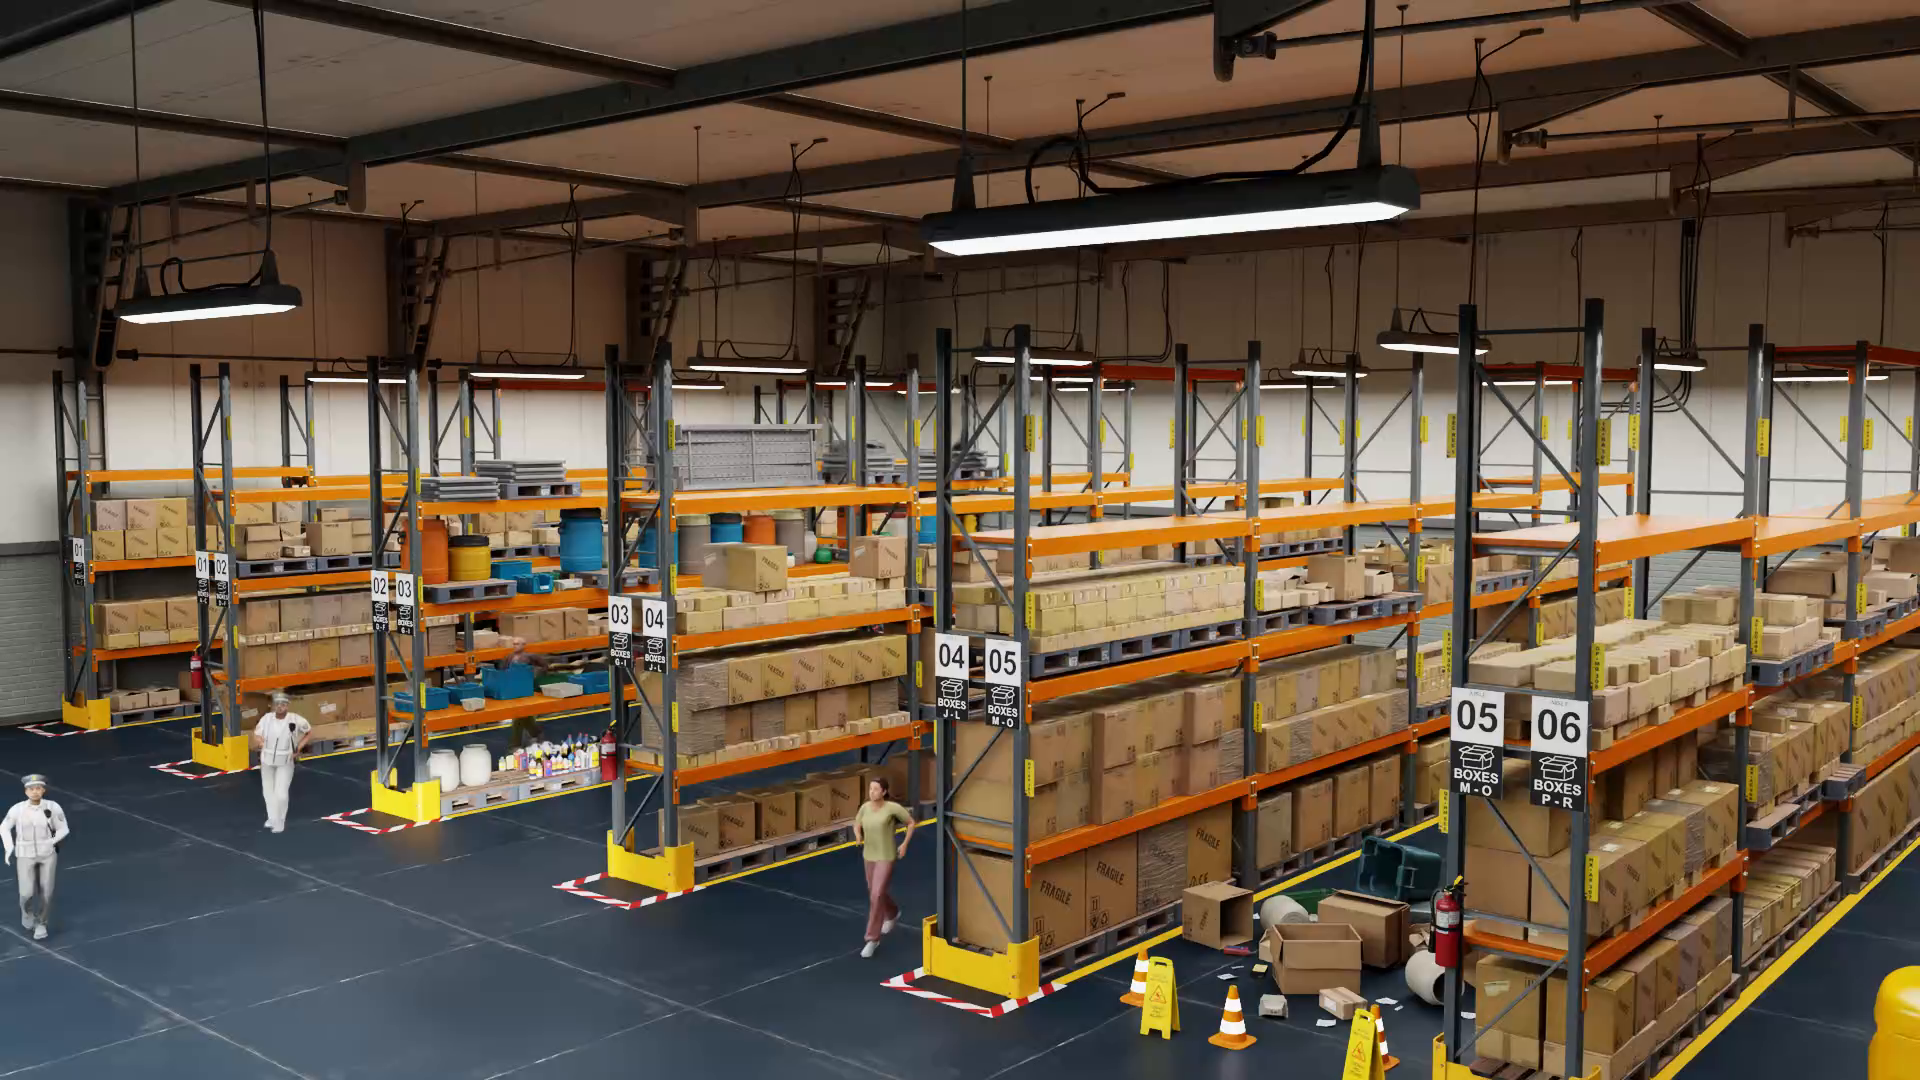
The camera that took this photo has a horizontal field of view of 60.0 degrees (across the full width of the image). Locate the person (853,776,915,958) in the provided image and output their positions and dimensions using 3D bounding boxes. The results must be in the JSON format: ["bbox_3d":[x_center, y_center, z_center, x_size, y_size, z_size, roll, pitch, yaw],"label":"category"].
[{"bbox_3d":[-0.773,3.149,16.327,0.594,1.699,0.851,2,5,29],"label":"person"}]

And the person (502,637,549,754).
[{"bbox_3d":[-6.793,2.403,25.763,0.696,1.825,0.950,3,5,31],"label":"person"}]

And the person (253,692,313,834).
[{"bbox_3d":[-8.509,2.758,20.824,0.661,1.729,0.717,0,4,-5],"label":"person"}]

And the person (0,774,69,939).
[{"bbox_3d":[-9.173,3.150,16.502,0.605,1.654,0.535,-2,5,-30],"label":"person"}]
